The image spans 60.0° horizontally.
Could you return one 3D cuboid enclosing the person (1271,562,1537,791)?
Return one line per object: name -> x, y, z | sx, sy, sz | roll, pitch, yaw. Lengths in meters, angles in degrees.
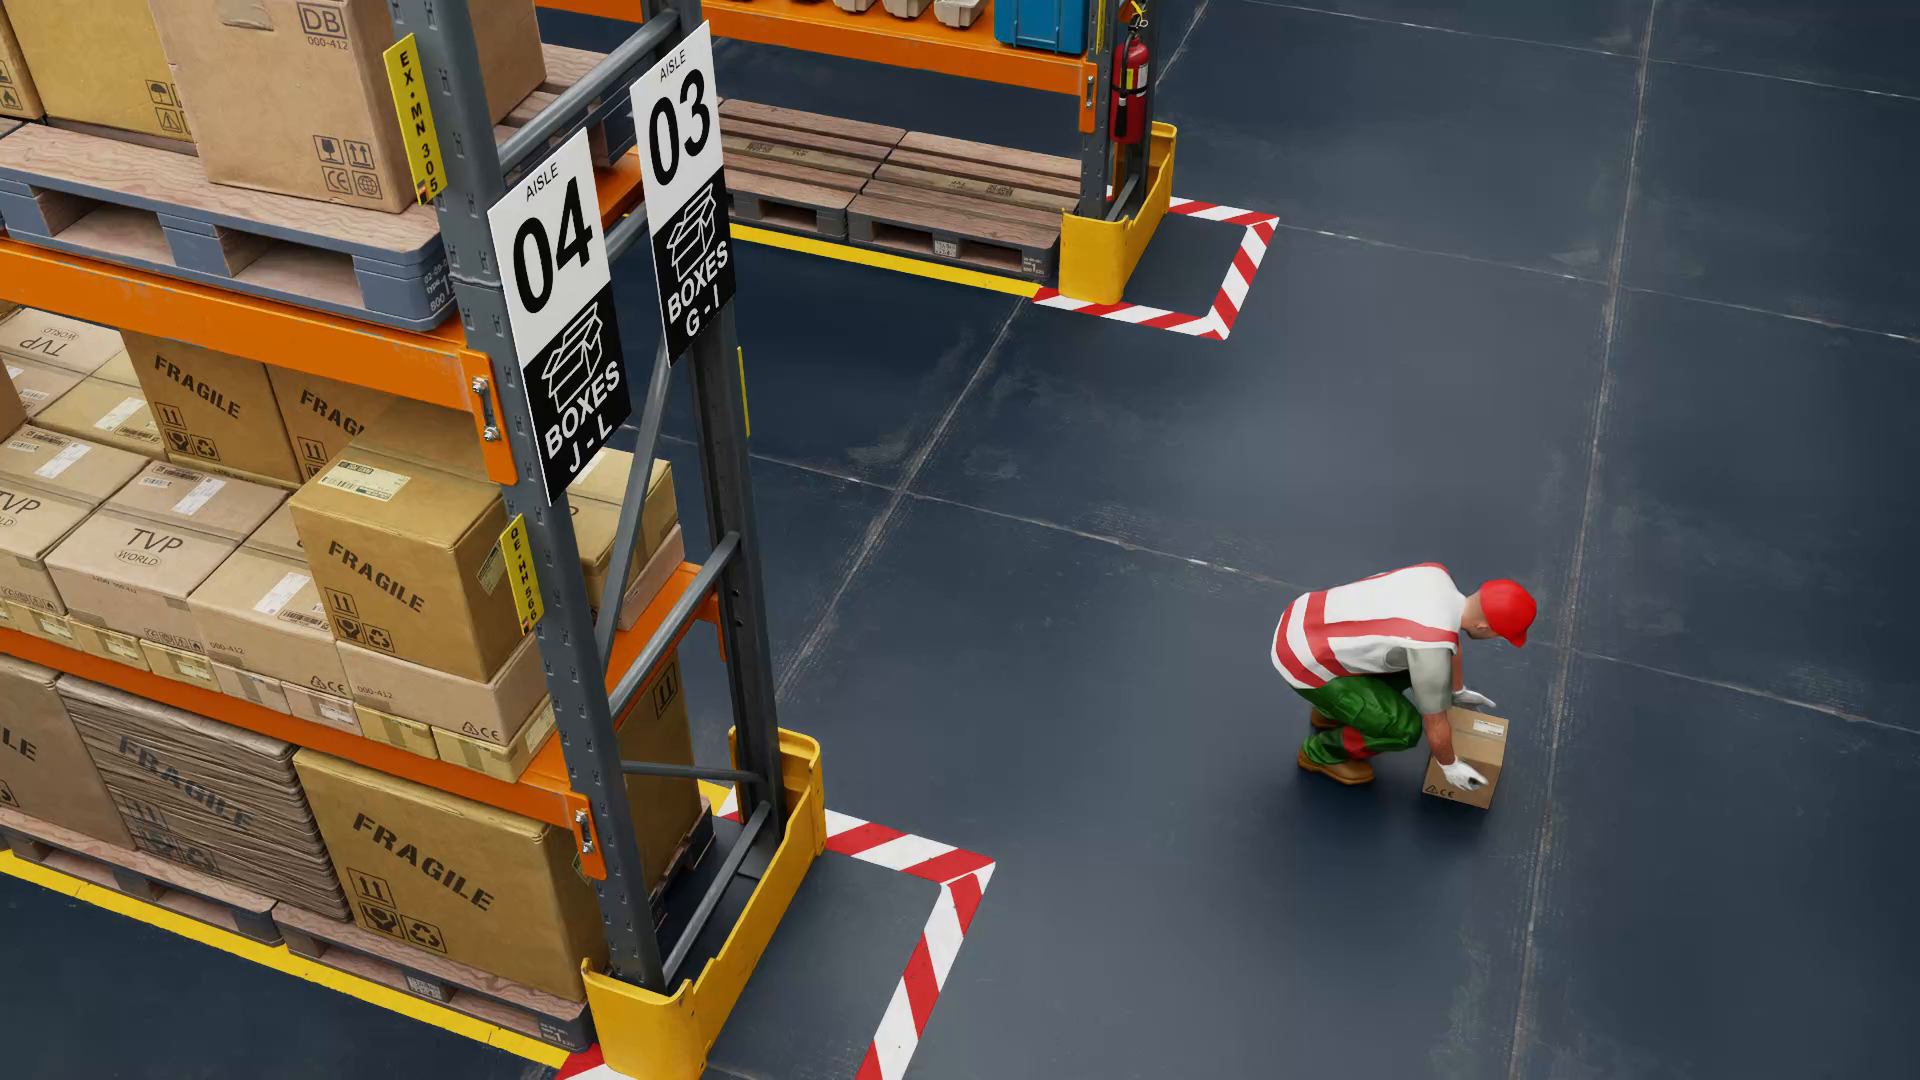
person -> 1.619, 0.468, 6.242 | 0.882, 0.955, 0.570 | 13, 43, 15
